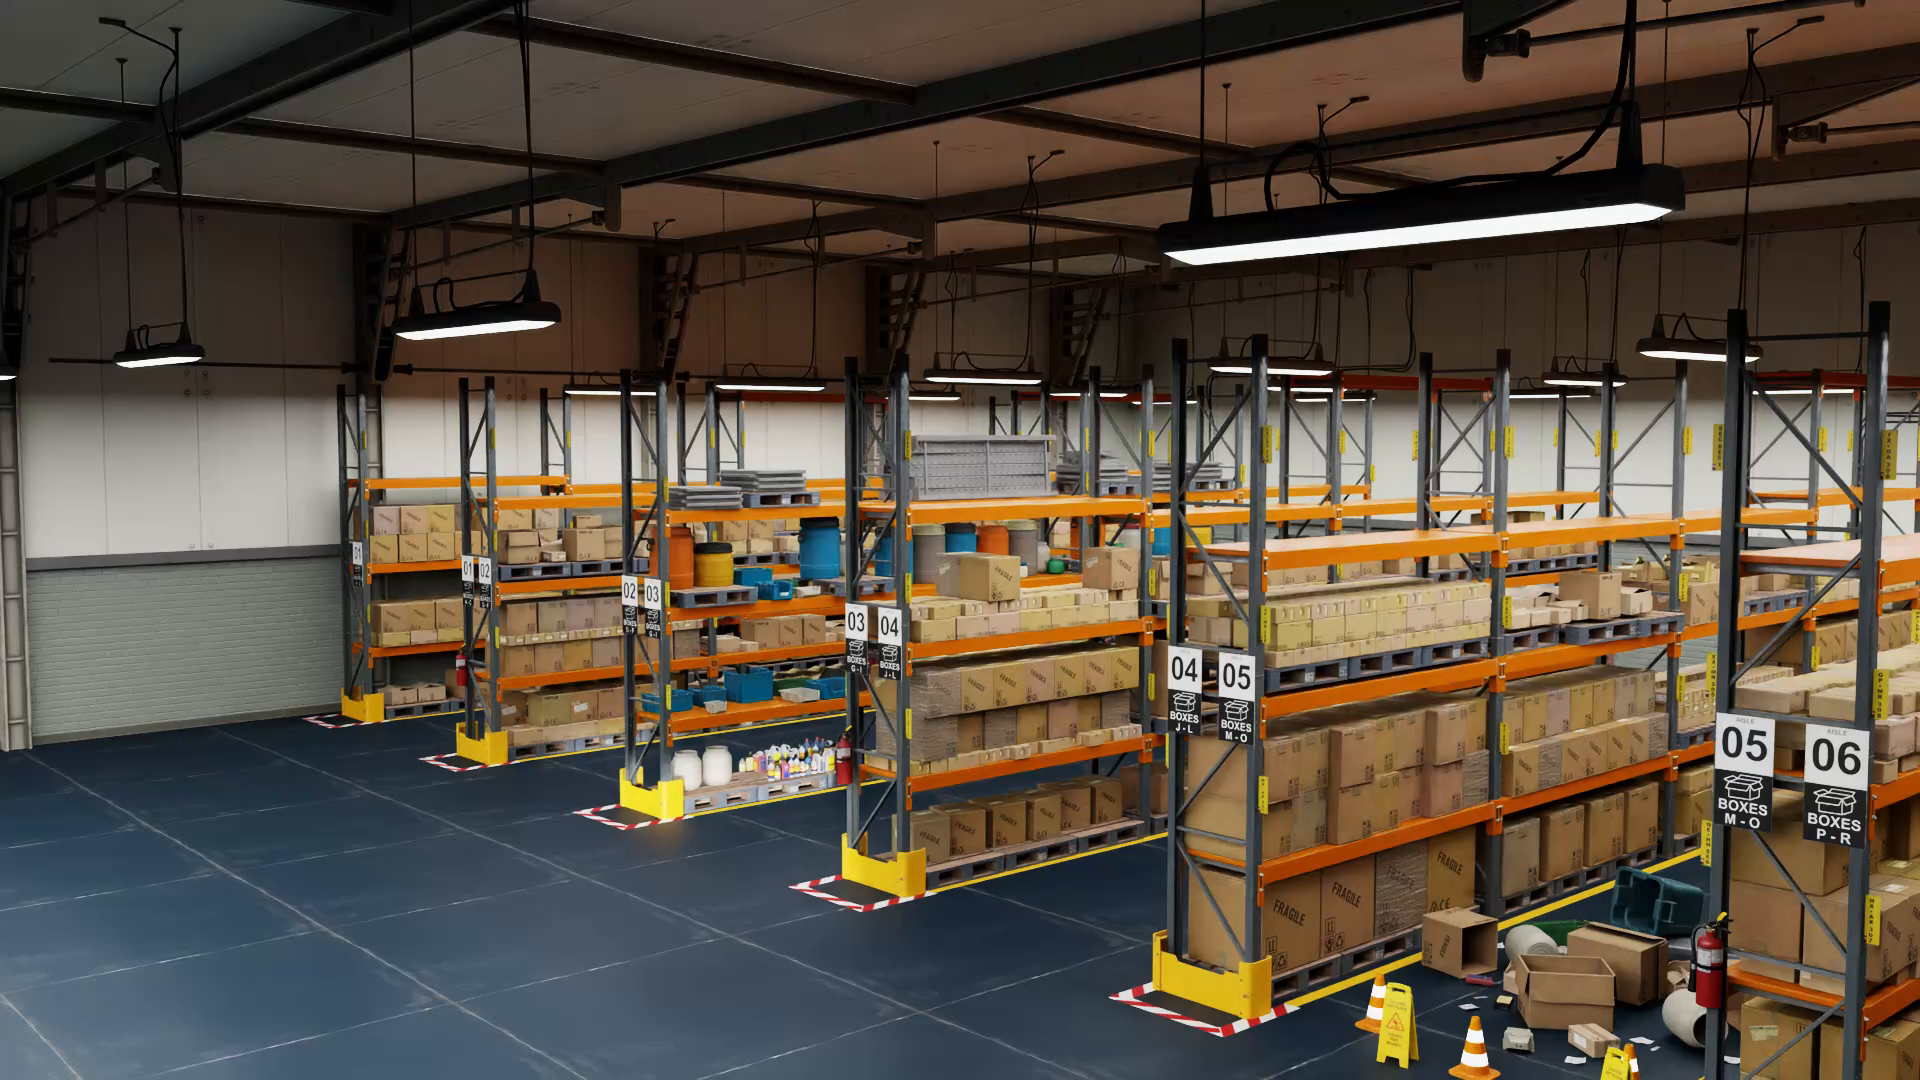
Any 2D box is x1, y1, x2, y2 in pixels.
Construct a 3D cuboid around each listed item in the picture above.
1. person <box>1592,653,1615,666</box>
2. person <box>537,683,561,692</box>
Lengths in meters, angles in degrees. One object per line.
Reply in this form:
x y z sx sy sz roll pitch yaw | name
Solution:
12.607 2.212 32.445 0.522 1.716 0.490 1 4 17 | person
-7.195 2.374 29.138 0.595 1.748 0.862 2 4 25 | person
